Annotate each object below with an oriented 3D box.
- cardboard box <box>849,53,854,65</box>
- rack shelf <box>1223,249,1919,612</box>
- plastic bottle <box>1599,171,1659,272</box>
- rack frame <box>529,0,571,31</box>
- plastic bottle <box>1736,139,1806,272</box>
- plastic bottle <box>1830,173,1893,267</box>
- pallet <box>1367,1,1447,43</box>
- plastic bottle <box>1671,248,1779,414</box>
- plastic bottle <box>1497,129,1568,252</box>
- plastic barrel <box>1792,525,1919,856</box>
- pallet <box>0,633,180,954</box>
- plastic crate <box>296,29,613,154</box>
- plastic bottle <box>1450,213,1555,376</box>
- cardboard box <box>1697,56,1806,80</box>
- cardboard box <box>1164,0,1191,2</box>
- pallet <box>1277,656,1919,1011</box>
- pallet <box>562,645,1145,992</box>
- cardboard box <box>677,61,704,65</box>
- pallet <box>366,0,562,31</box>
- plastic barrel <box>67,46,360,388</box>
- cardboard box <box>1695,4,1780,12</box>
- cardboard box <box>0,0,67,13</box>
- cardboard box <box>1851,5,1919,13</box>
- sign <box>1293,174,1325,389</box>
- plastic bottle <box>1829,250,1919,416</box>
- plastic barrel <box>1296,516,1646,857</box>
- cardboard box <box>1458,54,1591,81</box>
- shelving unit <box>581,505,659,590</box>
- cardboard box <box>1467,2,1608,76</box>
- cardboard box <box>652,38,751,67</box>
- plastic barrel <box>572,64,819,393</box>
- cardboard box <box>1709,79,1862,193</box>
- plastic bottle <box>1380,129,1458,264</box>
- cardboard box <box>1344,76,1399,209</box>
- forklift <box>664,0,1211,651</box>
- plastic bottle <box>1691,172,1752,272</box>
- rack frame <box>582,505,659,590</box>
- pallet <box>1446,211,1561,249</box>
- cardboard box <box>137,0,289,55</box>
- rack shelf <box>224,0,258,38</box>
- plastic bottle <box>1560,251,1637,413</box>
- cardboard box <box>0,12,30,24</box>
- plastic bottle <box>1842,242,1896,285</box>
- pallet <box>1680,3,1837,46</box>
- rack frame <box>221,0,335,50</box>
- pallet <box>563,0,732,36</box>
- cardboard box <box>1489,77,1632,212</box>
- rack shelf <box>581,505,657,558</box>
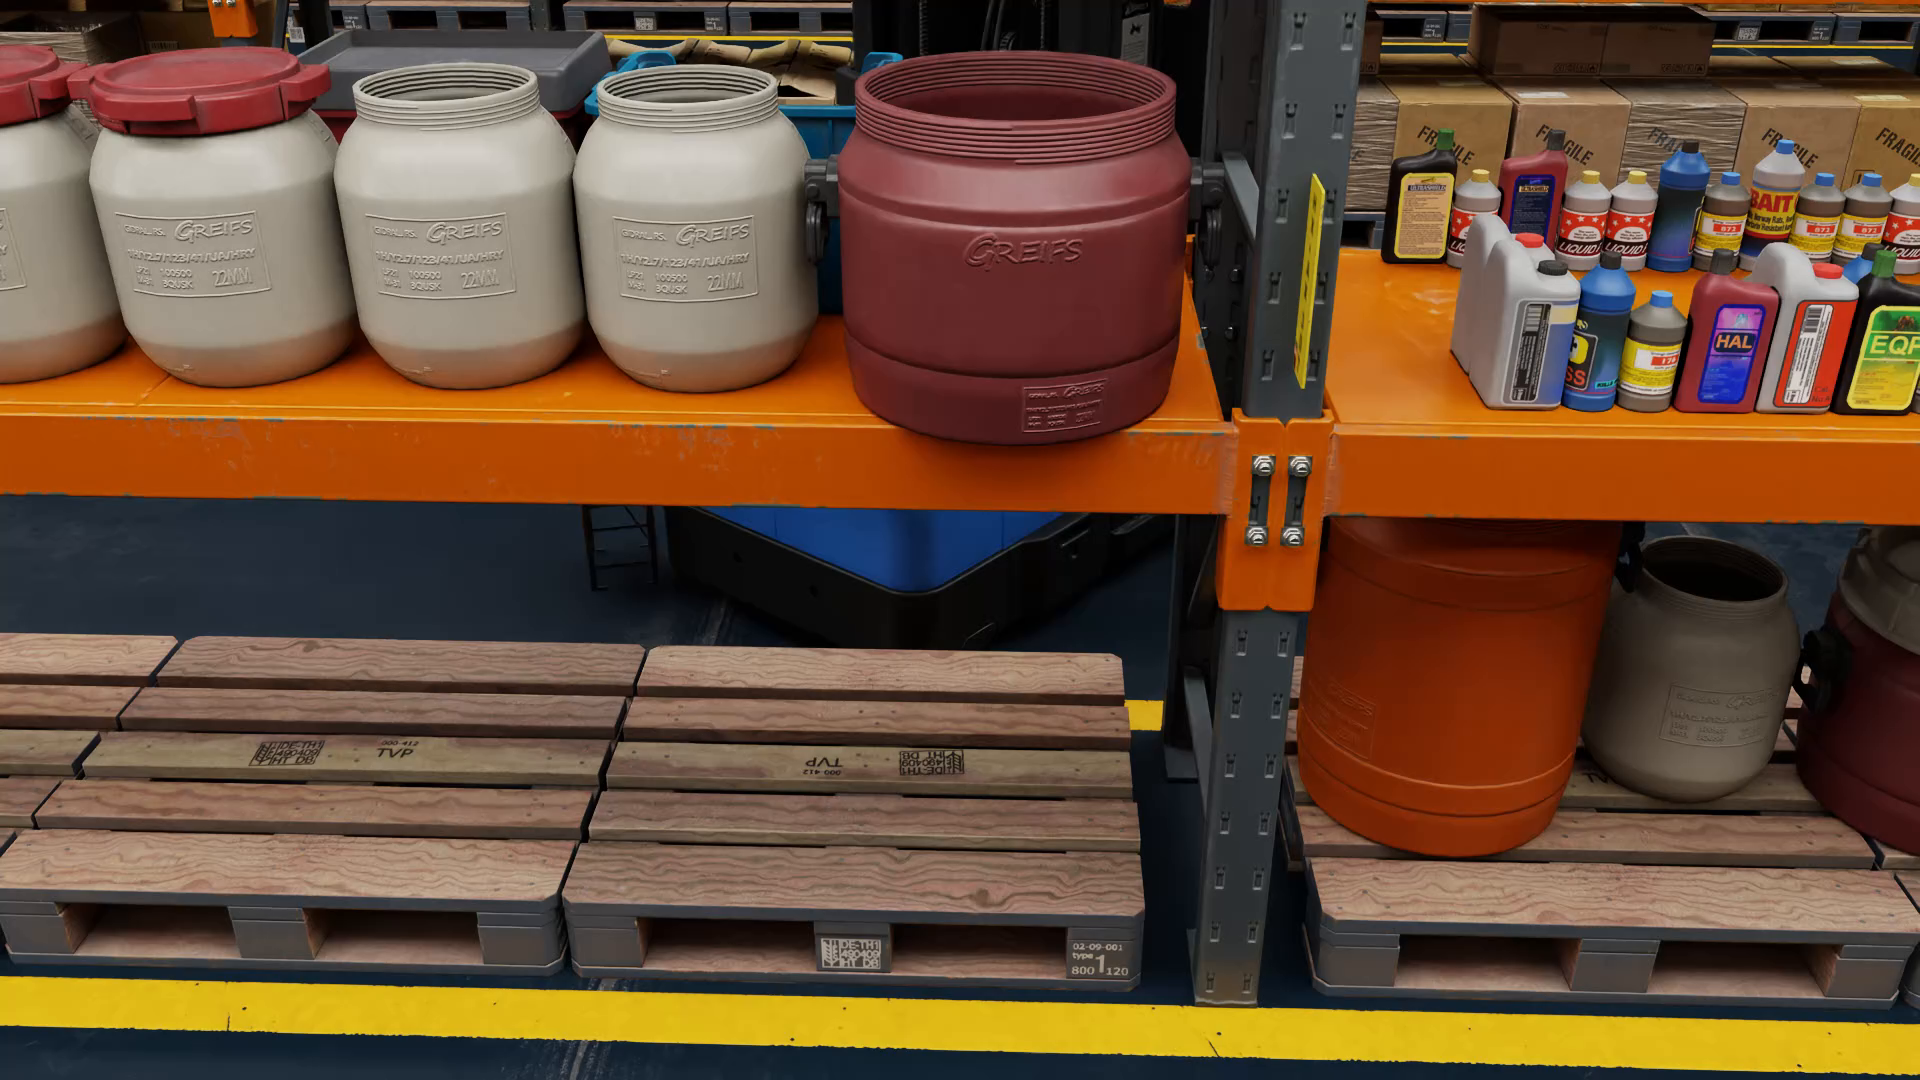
[{"bbox_3d":[-0.294,-2.282,8.241,0.500,0.311,0.500,0,28,1],"label":"cardboard box"},{"bbox_3d":[2.565,-0.243,3.274,4.000,0.370,1.077,1,28,2],"label":"rack shelf"},{"bbox_3d":[1.428,-0.683,3.549,0.097,0.201,0.097,0,28,0],"label":"plastic bottle"},{"bbox_3d":[-3.082,-5.297,12.041,0.127,3.000,1.000,1,28,2],"label":"rack frame"},{"bbox_3d":[1.720,-0.710,3.523,0.097,0.271,0.097,0,28,0],"label":"plastic bottle"},{"bbox_3d":[1.915,-0.675,3.534,0.097,0.201,0.097,0,28,0],"label":"plastic bottle"},{"bbox_3d":[2.917,-3.930,12.437,1.213,0.211,1.003,1,28,2],"label":"pallet"},{"bbox_3d":[1.314,-0.357,2.846,0.133,0.283,0.061,1,28,2],"label":"plastic bottle"},{"bbox_3d":[1.216,-0.732,3.552,0.133,0.283,0.061,1,28,2],"label":"plastic bottle"},{"bbox_3d":[2.184,0.305,3.599,0.708,0.588,0.600,1,28,2],"label":"plastic barrel"},{"bbox_3d":[-2.645,0.567,3.956,1.213,0.211,1.003,1,28,2],"label":"pallet"},{"bbox_3d":[-1.038,-0.792,3.474,0.583,0.464,0.402,1,28,2],"label":"plastic crate"},{"bbox_3d":[0.993,-0.452,3.033,0.135,0.276,0.152,1,28,2],"label":"plastic bottle"},{"bbox_3d":[3.734,-2.062,8.136,0.500,0.500,0.500,1,28,3],"label":"cardboard box"},{"bbox_3d":[1.646,-4.393,12.182,0.750,0.750,0.750,1,28,1],"label":"cardboard box"},{"bbox_3d":[1.356,0.631,3.833,1.213,0.211,1.003,1,28,2],"label":"pallet"},{"bbox_3d":[-0.207,0.607,3.880,1.213,0.211,1.003,1,28,2],"label":"pallet"},{"bbox_3d":[-1.312,-2.049,7.801,0.500,0.311,0.500,2,28,3],"label":"cardboard box"},{"bbox_3d":[-3.754,-4.060,12.683,1.213,0.211,1.003,1,28,2],"label":"pallet"},{"bbox_3d":[-1.317,-0.583,3.001,0.433,0.535,0.433,0,28,0],"label":"plastic barrel"},{"bbox_3d":[5.657,-4.186,12.164,0.500,0.500,0.700,1,28,2],"label":"cardboard box"},{"bbox_3d":[-4.705,-2.451,8.358,0.500,0.500,0.500,1,28,2],"label":"cardboard box"},{"bbox_3d":[6.672,-4.167,12.128,0.500,0.500,0.700,2,28,3],"label":"cardboard box"},{"bbox_3d":[0.554,-0.409,2.644,0.005,0.325,0.100,1,28,2],"label":"sign"},{"bbox_3d":[1.582,-0.353,2.838,0.133,0.283,0.061,1,28,2],"label":"plastic bottle"},{"bbox_3d":[1.056,0.179,3.578,0.708,0.830,0.600,1,28,2],"label":"plastic barrel"},{"bbox_3d":[2.730,-2.082,8.175,0.500,0.500,0.500,0,28,0],"label":"cardboard box"},{"bbox_3d":[-1.029,-0.381,4.848,0.215,1.050,0.252,-6,28,-11],"label":"shelving unit"},{"bbox_3d":[2.767,-2.414,8.000,0.500,0.250,0.500,0,28,1],"label":"cardboard box"},{"bbox_3d":[-1.317,-2.300,8.274,0.500,0.311,0.500,1,28,1],"label":"cardboard box"},{"bbox_3d":[-0.469,-0.561,2.985,0.421,0.512,0.421,0,28,0],"label":"plastic barrel"},{"bbox_3d":[3.745,-1.823,7.685,0.500,0.500,0.500,1,28,2],"label":"cardboard box"},{"bbox_3d":[0.986,-0.736,3.559,0.133,0.283,0.061,1,28,2],"label":"plastic bottle"},{"bbox_3d":[1.713,-1.855,7.746,0.500,0.500,0.500,0,28,0],"label":"cardboard box"},{"bbox_3d":[0.456,-1.558,5.060,1.130,2.935,3.031,21,35,34],"label":"forklift"},{"bbox_3d":[1.623,-0.680,3.543,0.097,0.201,0.097,0,28,0],"label":"plastic bottle"},{"bbox_3d":[-1.003,-0.326,4.743,0.200,1.050,0.008,-6,28,-11],"label":"rack frame"},{"bbox_3d":[2.706,-1.629,8.098,1.213,0.211,1.003,1,28,2],"label":"pallet"},{"bbox_3d":[-3.705,-2.435,8.327,0.500,0.500,0.500,1,28,2],"label":"cardboard box"},{"bbox_3d":[-1.254,-2.628,7.773,4.000,0.370,1.077,1,28,2],"label":"rack shelf"},{"bbox_3d":[1.102,-0.364,2.872,0.097,0.271,0.097,0,28,0],"label":"plastic bottle"},{"bbox_3d":[-4.723,-2.206,7.896,0.500,0.500,0.500,1,28,2],"label":"cardboard box"},{"bbox_3d":[1.567,-0.385,2.911,0.097,0.271,0.097,0,28,0],"label":"plastic bottle"},{"bbox_3d":[5.671,-3.884,12.351,1.213,0.211,1.003,1,28,2],"label":"pallet"},{"bbox_3d":[-3.253,-2.979,7.666,0.127,3.000,1.000,1,28,2],"label":"rack frame"},{"bbox_3d":[-2.304,-4.053,12.671,1.213,0.211,1.003,1,28,2],"label":"pallet"},{"bbox_3d":[2.736,-1.838,7.714,0.500,0.500,0.500,0,28,0],"label":"cardboard box"},{"bbox_3d":[-1.029,-0.126,4.983,0.215,0.259,0.240,-6,28,-11],"label":"rack shelf"}]
